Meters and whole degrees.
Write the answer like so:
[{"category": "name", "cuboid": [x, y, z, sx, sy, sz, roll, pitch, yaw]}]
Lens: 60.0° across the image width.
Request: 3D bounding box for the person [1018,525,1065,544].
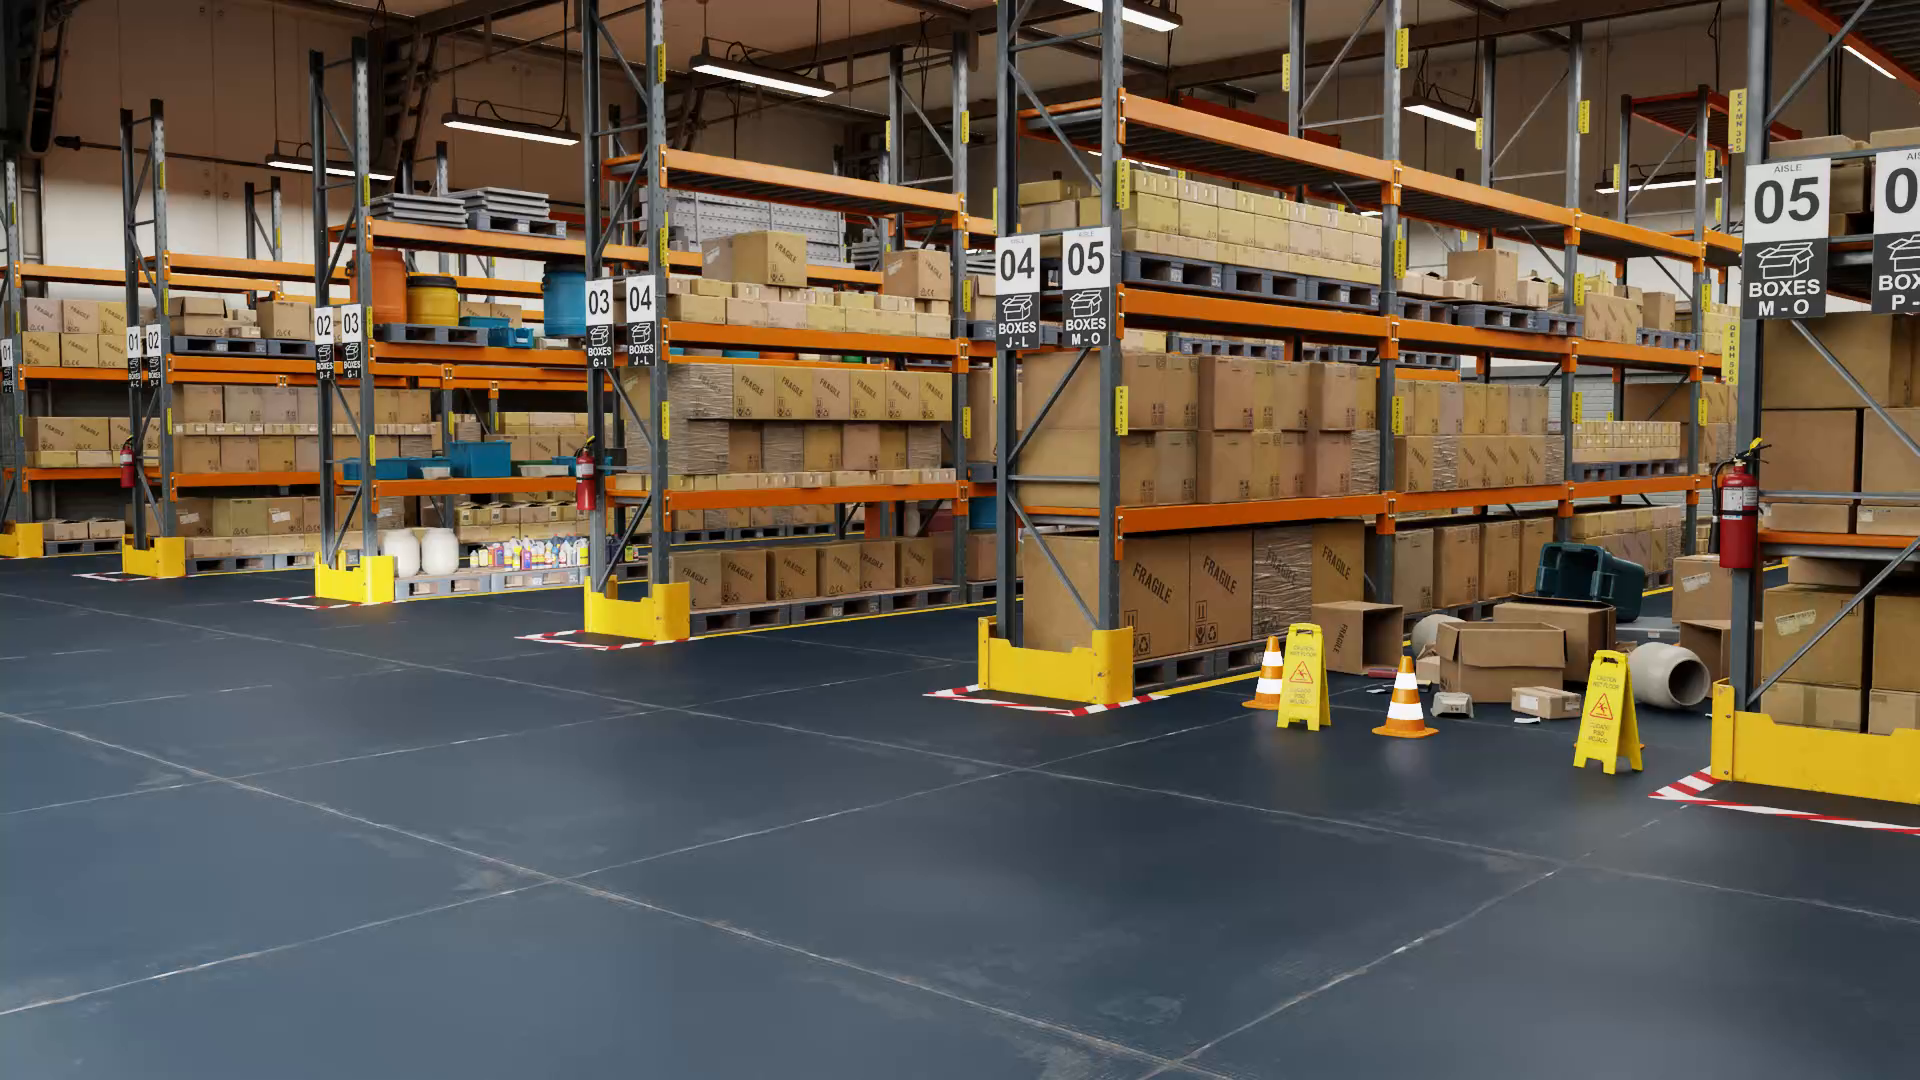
[{"category": "person", "cuboid": [0.823, -0.101, 17.048, 0.540, 1.662, 0.374, 2, 4, 24]}]
